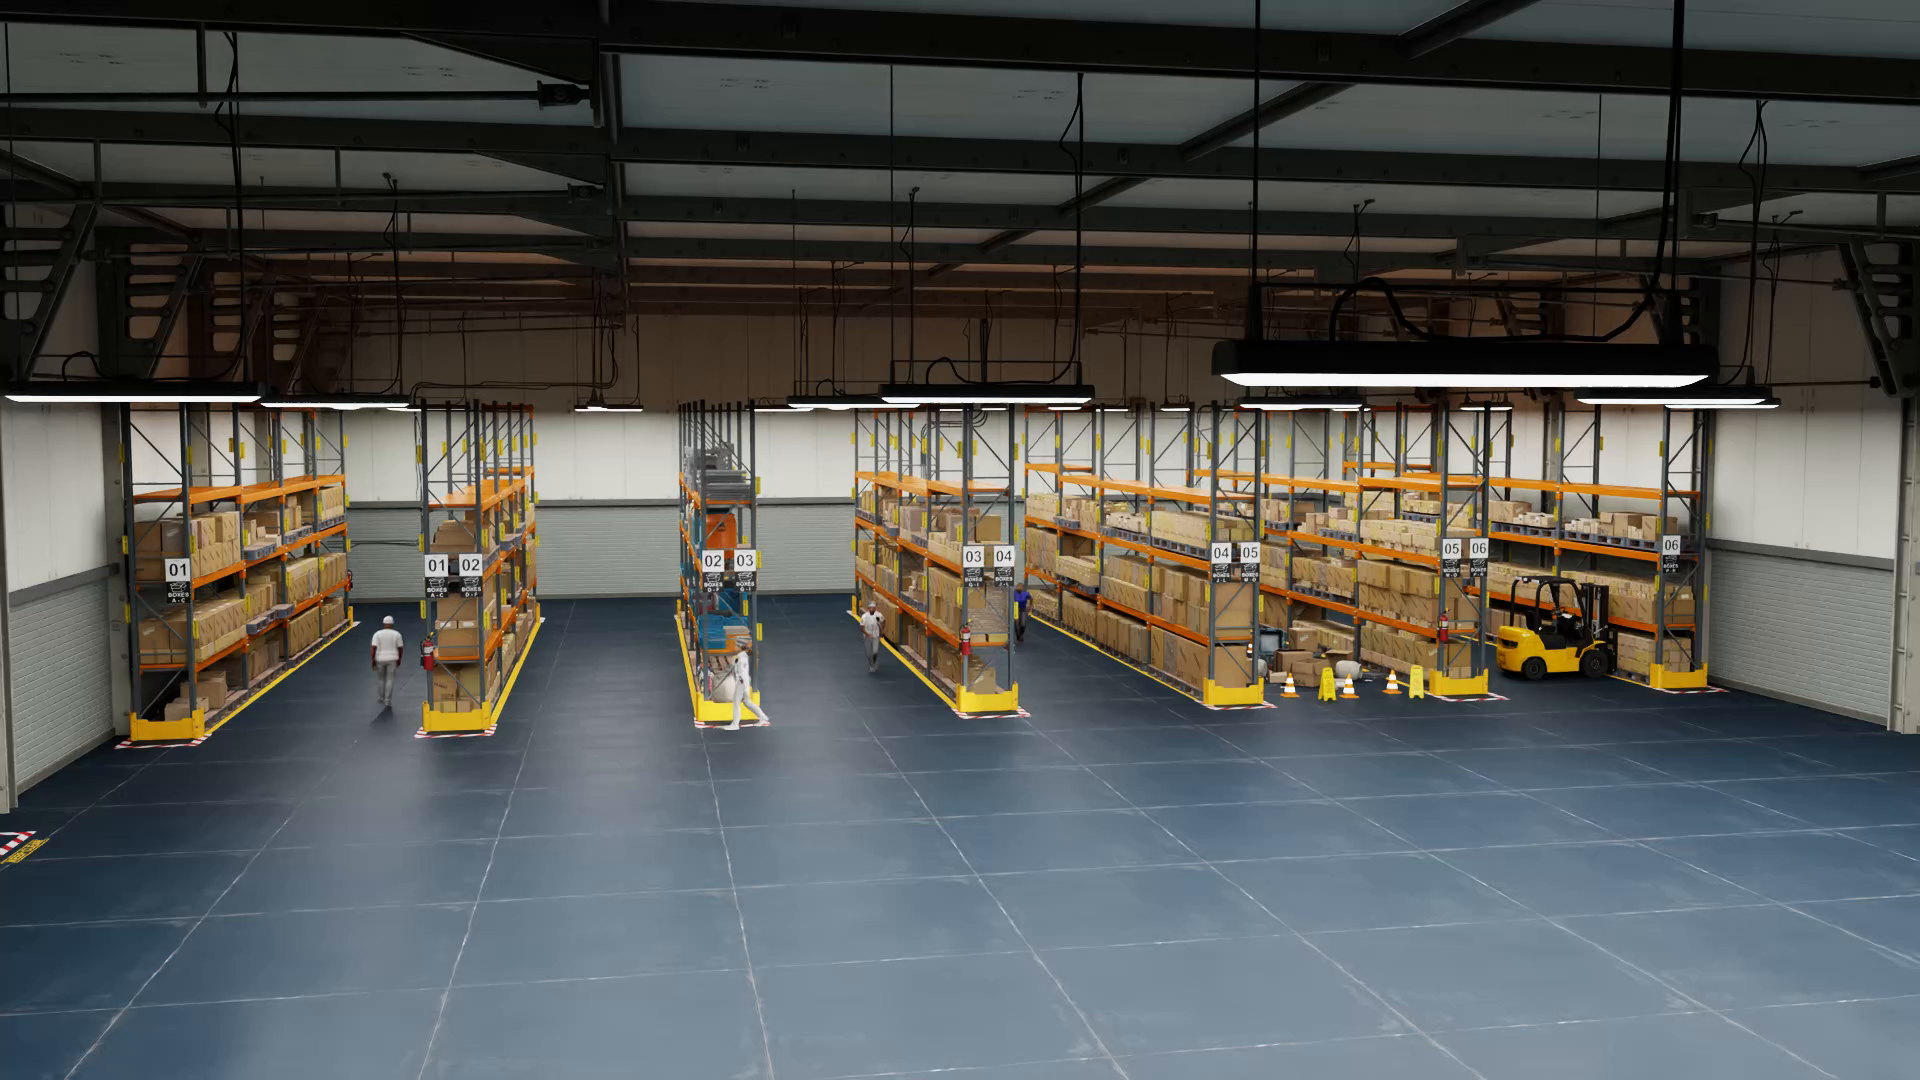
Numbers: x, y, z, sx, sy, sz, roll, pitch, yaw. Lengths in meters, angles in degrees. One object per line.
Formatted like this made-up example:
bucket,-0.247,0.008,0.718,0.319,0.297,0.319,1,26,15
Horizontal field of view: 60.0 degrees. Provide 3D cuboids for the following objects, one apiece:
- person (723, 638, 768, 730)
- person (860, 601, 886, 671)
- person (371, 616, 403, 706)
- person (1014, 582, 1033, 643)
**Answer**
person,-3.910,2.606,30.244,0.803,1.658,0.488,0,4,-6
person,-1.932,2.136,36.910,0.580,1.614,0.746,0,4,0
person,-11.277,2.357,32.809,0.582,1.720,0.918,-1,4,-9
person,1.524,1.817,41.439,0.609,1.569,0.738,0,4,1
